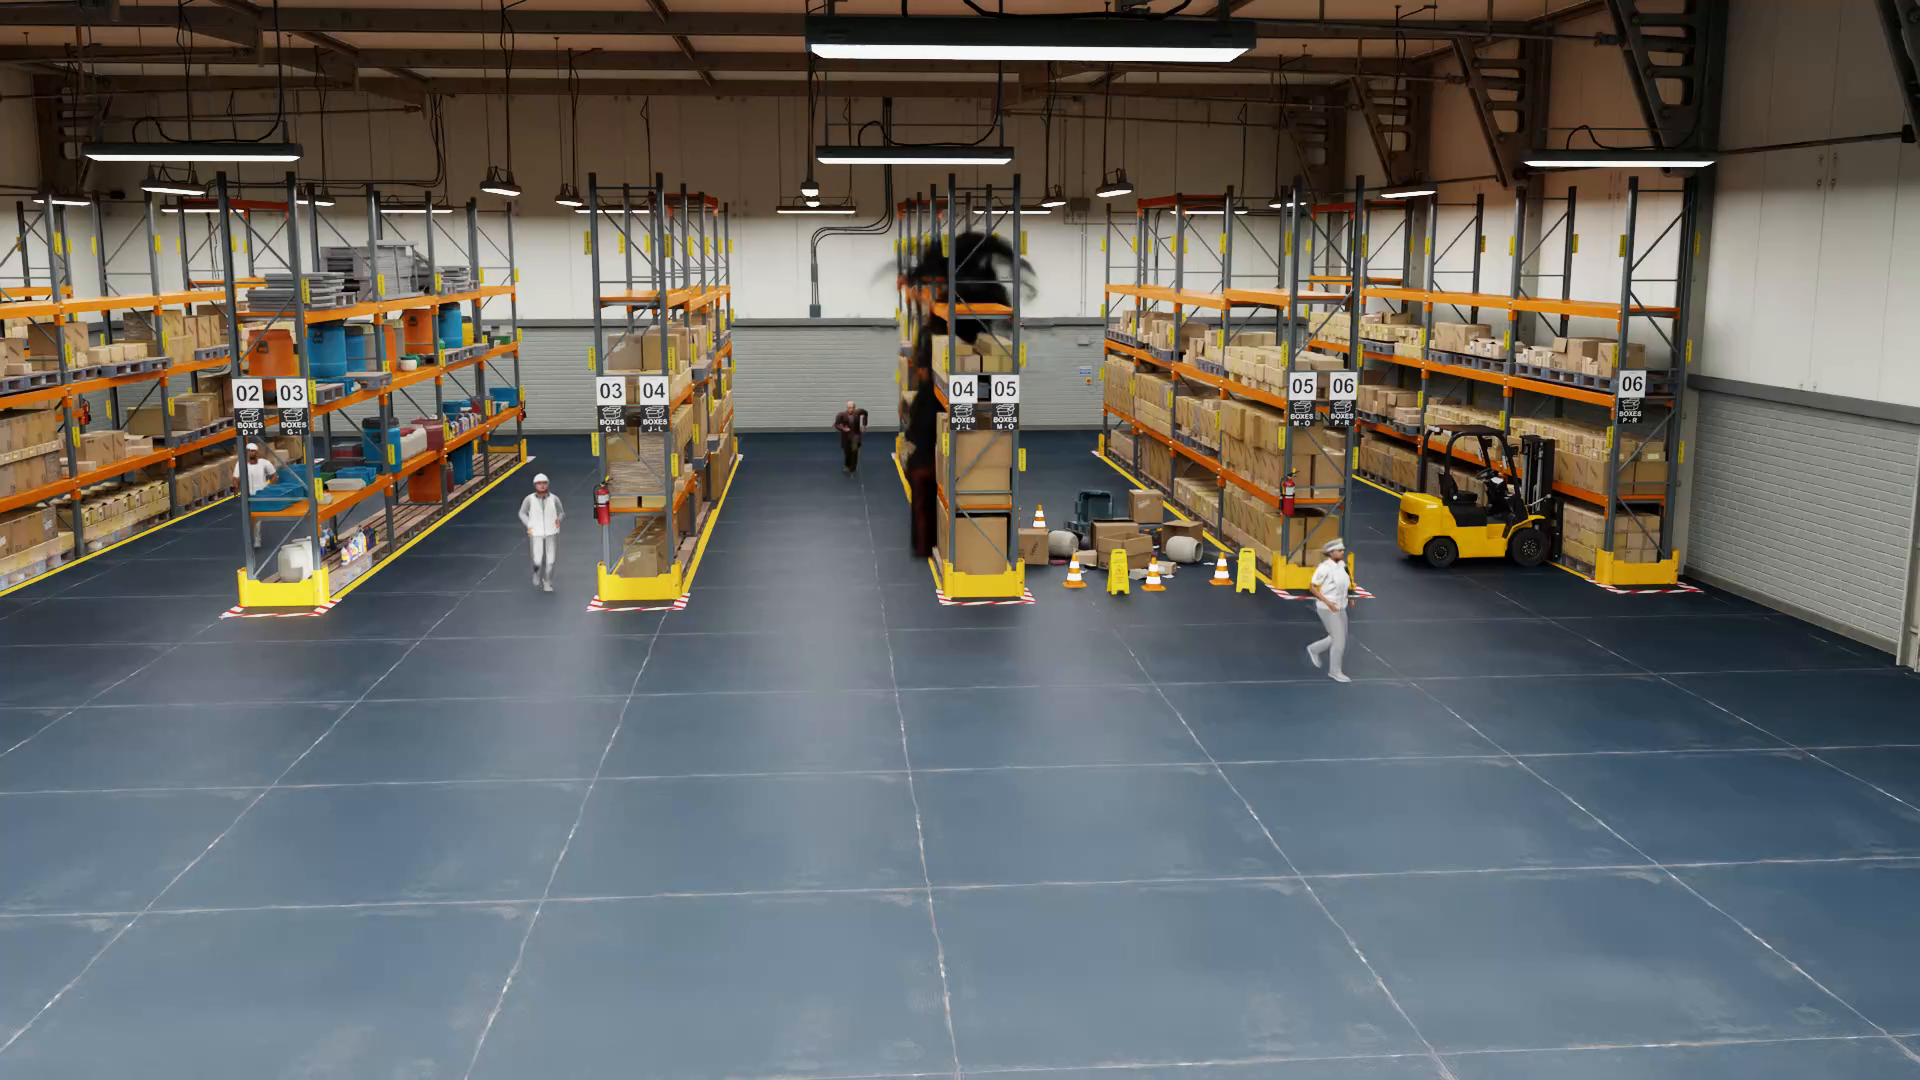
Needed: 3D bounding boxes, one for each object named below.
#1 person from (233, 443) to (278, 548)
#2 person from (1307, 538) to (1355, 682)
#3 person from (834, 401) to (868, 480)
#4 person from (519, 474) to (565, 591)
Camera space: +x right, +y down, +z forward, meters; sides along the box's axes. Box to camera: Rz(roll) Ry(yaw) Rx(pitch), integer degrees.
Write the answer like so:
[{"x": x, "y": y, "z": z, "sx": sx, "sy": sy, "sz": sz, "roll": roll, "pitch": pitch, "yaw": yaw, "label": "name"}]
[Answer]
[{"x": -11.933, "y": -0.776, "z": 28.176, "sx": 0.699, "sy": 1.744, "sz": 0.771, "roll": -3, "pitch": 10, "yaw": -14, "label": "person"}, {"x": 4.304, "y": 0.793, "z": 19.440, "sx": 0.586, "sy": 1.682, "sz": 0.654, "roll": -10, "pitch": 14, "yaw": -43, "label": "person"}, {"x": -2.403, "y": -2.205, "z": 36.483, "sx": 0.746, "sy": 1.743, "sz": 1.072, "roll": -2, "pitch": 10, "yaw": -9, "label": "person"}, {"x": -6.081, "y": -0.101, "z": 24.291, "sx": 0.655, "sy": 1.723, "sz": 0.598, "roll": -4, "pitch": 11, "yaw": -19, "label": "person"}]
